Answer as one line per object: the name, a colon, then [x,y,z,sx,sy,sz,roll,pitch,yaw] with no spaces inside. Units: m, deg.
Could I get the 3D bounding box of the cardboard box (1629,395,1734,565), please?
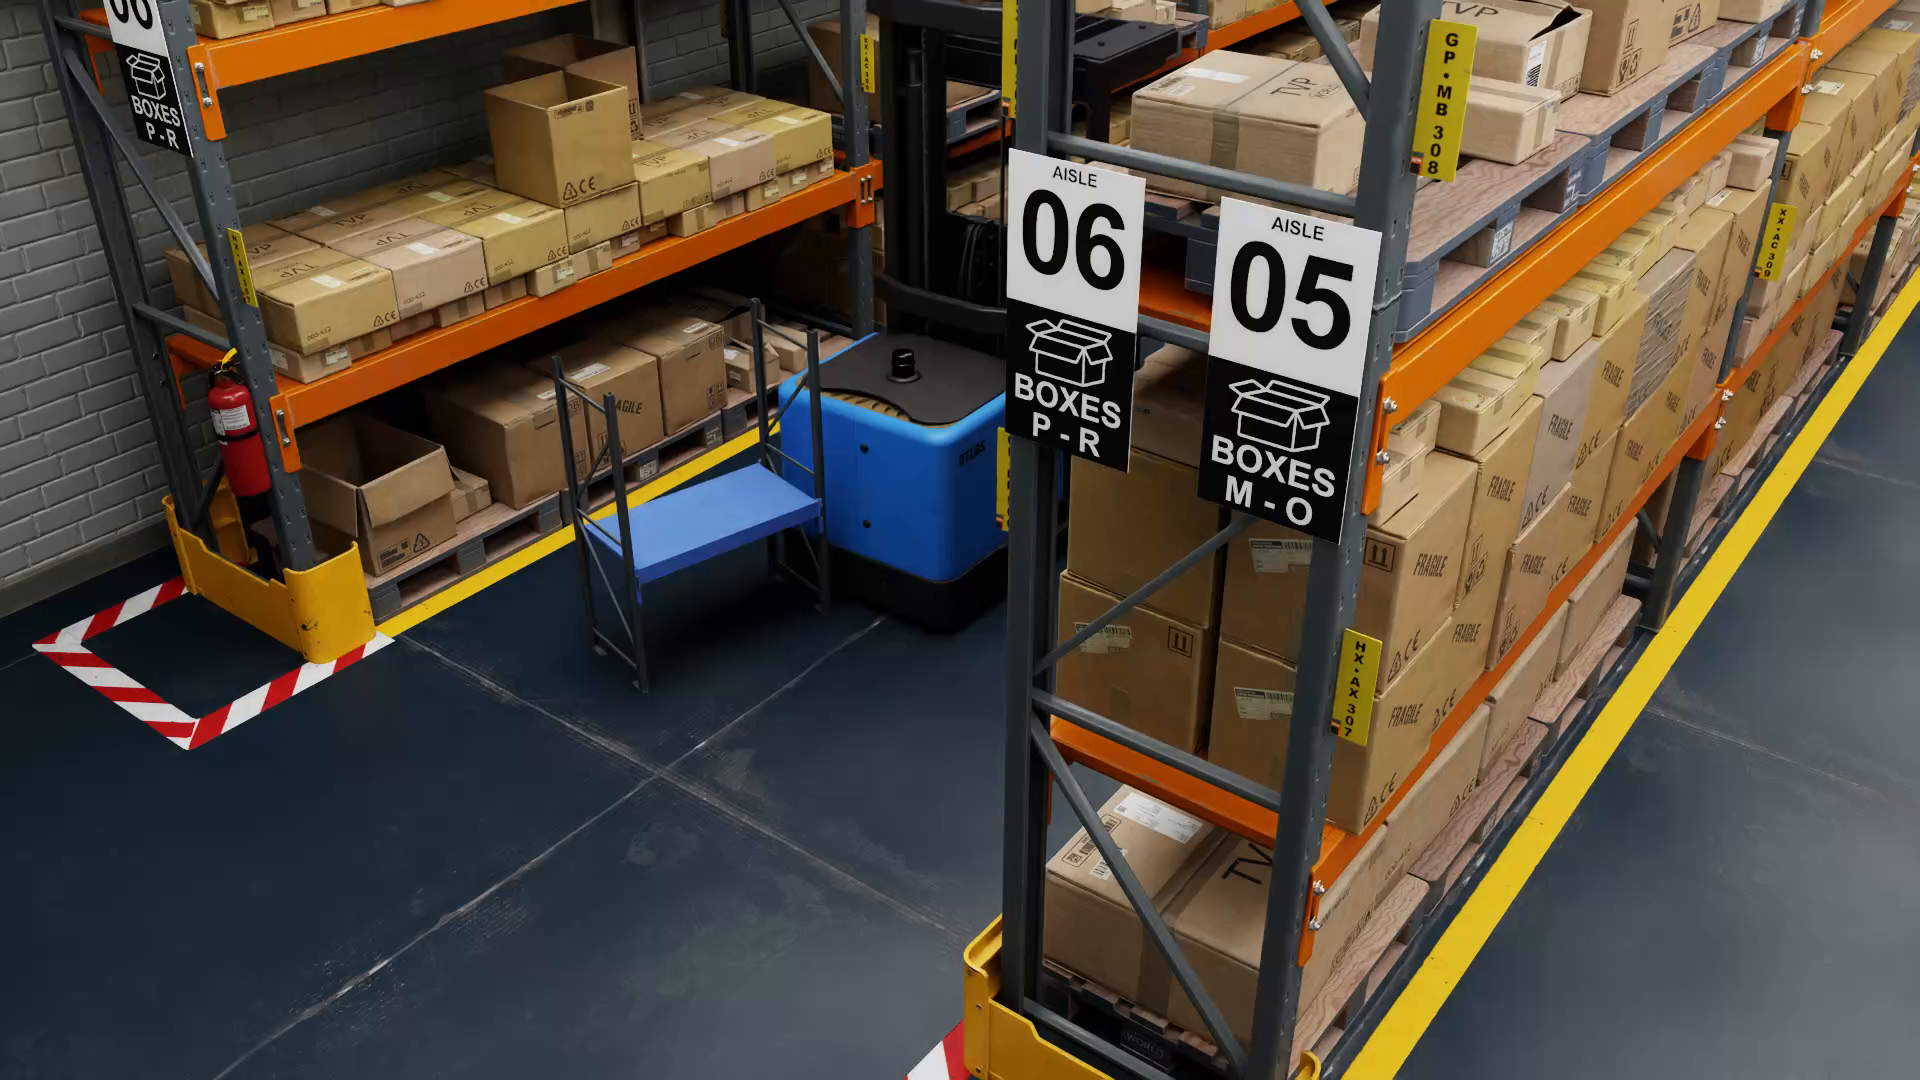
cardboard box: [3.295,-0.558,8.421,0.875,0.875,0.875,22,37,33]

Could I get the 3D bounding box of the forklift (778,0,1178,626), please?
forklift: [0.366,-1.556,8.501,1.130,2.935,3.031,19,36,29]

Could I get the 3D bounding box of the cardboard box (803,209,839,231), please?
cardboard box: [-0.982,-2.163,10.861,0.380,0.149,0.250,20,36,29]

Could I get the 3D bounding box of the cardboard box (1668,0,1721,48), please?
cardboard box: [2.197,-2.015,5.654,0.797,0.503,0.637,24,38,35]

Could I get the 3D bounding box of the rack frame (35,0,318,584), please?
rack frame: [-3.389,-0.914,7.351,1.000,3.000,0.127,21,37,31]

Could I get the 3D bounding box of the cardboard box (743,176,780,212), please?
cardboard box: [-1.243,-1.999,9.428,0.380,0.149,0.250,22,37,32]

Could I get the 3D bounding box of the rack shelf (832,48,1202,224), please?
rack shelf: [0.233,-3.044,11.649,1.077,0.370,4.000,21,37,31]

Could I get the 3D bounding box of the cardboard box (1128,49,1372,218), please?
cardboard box: [0.770,-1.049,4.272,0.500,0.250,0.500,18,35,27]

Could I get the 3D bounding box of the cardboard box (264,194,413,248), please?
cardboard box: [-3.011,-1.456,8.120,0.500,0.250,0.500,21,37,31]

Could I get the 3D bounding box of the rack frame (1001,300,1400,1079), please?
rack frame: [0.570,0.612,4.776,1.000,3.000,0.127,21,37,31]

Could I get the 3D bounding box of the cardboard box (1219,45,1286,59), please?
cardboard box: [2.216,-3.843,14.209,0.875,0.625,0.625,22,37,33]

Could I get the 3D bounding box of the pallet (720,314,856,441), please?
pallet: [-1.390,-1.062,10.335,1.003,0.211,1.213,21,37,31]

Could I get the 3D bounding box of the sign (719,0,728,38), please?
sign: [-1.419,-3.208,10.085,0.100,0.325,0.005,21,37,31]

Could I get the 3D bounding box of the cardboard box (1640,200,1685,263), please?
cardboard box: [2.388,-1.150,6.033,0.380,0.149,0.250,21,36,31]

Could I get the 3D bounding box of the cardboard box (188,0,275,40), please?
cardboard box: [-3.011,-2.155,6.748,0.380,0.149,0.250,22,37,32]

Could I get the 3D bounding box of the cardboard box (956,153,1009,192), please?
cardboard box: [0.192,-2.539,11.495,0.380,0.149,0.250,23,37,33]

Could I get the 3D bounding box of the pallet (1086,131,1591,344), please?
pallet: [1.010,-0.945,4.548,1.003,0.211,1.213,21,37,31]

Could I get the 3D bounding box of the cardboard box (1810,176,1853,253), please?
cardboard box: [4.094,-1.674,8.290,0.500,0.250,0.500,22,37,32]

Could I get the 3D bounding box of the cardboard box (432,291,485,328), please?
cardboard box: [-2.523,-1.175,8.036,0.380,0.149,0.250,22,37,33]

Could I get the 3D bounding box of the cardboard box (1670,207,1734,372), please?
cardboard box: [2.608,-1.007,6.428,0.500,0.500,0.500,21,36,31]

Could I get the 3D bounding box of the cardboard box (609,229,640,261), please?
cardboard box: [-1.911,-1.603,8.759,0.380,0.149,0.250,21,37,31]

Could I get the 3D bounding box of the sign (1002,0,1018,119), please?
sign: [0.146,-1.198,4.097,0.100,0.325,0.005,21,37,31]

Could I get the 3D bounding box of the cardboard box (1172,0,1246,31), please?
cardboard box: [1.903,-4.207,13.053,0.500,0.250,0.500,21,37,31]

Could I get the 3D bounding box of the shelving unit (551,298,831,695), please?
shelving unit: [-1.194,-0.210,7.633,1.048,1.500,0.538,-23,38,-33]

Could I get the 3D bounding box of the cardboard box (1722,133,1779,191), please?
cardboard box: [3.053,-1.543,6.697,0.380,0.149,0.250,20,36,30]

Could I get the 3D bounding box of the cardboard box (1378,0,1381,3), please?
cardboard box: [4.397,-5.320,16.089,0.500,0.250,0.500,21,36,31]

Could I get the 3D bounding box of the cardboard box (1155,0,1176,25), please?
cardboard box: [1.349,-3.854,12.145,0.380,0.149,0.250,22,37,32]

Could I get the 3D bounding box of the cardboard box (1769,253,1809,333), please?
cardboard box: [3.772,-1.258,8.078,0.500,0.250,0.500,20,36,30]

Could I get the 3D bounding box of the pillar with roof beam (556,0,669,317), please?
pillar with roof beam: [1.319,-3.791,6.320,9.100,9.000,0.400,21,37,31]

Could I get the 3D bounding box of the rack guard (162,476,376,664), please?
rack guard: [-3.343,0.130,8.040,1.175,0.500,0.348,21,37,31]

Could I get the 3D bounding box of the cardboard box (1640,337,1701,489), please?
cardboard box: [2.603,-0.579,6.687,0.500,0.500,0.500,20,36,30]

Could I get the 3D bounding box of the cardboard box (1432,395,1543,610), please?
cardboard box: [1.394,-0.181,5.035,0.500,0.500,0.500,20,36,30]

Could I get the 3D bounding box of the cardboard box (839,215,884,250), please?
cardboard box: [-0.546,-1.989,10.567,0.380,0.149,0.250,23,38,33]

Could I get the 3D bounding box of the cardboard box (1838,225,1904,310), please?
cardboard box: [5.749,-1.917,11.208,0.950,0.372,0.625,18,35,28]

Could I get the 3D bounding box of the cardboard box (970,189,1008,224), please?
cardboard box: [0.115,-2.194,11.550,0.500,0.500,0.500,20,36,30]

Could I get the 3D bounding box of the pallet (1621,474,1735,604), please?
pallet: [3.391,-0.151,8.799,1.003,0.211,1.213,21,37,31]

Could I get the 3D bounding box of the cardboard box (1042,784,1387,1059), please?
cardboard box: [0.889,1.234,5.827,0.875,0.438,0.875,20,36,30]

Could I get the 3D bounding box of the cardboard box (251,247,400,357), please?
cardboard box: [-2.901,-1.079,7.485,0.500,0.250,0.500,21,37,32]

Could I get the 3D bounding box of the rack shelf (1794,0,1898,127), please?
rack shelf: [4.192,-2.808,8.310,1.077,0.370,4.000,21,37,31]

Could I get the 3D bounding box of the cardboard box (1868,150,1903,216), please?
cardboard box: [5.005,-2.078,9.461,0.500,0.250,0.500,22,37,32]

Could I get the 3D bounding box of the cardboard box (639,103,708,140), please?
cardboard box: [-1.786,-2.280,9.510,0.500,0.250,0.500,21,36,31]

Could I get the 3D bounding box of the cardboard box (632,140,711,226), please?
cardboard box: [-1.690,-1.915,8.894,0.500,0.250,0.500,21,36,31]

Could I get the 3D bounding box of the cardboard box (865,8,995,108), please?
cardboard box: [-0.192,-3.102,10.533,0.700,0.500,0.500,22,37,32]

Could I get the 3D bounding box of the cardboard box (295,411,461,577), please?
cardboard box: [-2.944,-0.241,8.251,0.797,0.503,0.637,20,36,29]

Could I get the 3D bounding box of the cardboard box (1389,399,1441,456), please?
cardboard box: [1.107,-0.328,4.647,0.380,0.149,0.250,22,37,32]

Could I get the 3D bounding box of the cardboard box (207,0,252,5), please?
cardboard box: [-2.903,-2.365,6.711,0.500,0.250,0.500,21,36,31]

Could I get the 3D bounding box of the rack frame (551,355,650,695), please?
rack frame: [-1.586,-0.045,7.355,0.032,1.500,0.500,-23,38,-33]

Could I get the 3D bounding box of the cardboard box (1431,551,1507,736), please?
cardboard box: [1.372,0.248,5.292,0.500,0.500,0.500,21,36,31]

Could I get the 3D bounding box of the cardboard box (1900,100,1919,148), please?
cardboard box: [5.310,-2.516,9.709,0.500,0.250,0.500,21,37,31]

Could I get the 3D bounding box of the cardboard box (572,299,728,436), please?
cardboard box: [-1.771,-0.997,9.529,0.700,0.500,0.500,20,36,30]

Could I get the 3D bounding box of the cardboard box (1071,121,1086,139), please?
cardboard box: [0.814,-2.965,12.214,0.380,0.149,0.250,22,37,33]

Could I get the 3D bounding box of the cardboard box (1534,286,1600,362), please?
cardboard box: [1.800,-0.722,5.312,0.380,0.149,0.250,21,37,32]

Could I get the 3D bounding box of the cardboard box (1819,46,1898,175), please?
cardboard box: [4.377,-2.208,8.455,0.500,0.500,0.500,20,36,31]

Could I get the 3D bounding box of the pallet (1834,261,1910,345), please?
pallet: [5.872,-1.758,11.509,1.003,0.211,1.213,21,37,31]
